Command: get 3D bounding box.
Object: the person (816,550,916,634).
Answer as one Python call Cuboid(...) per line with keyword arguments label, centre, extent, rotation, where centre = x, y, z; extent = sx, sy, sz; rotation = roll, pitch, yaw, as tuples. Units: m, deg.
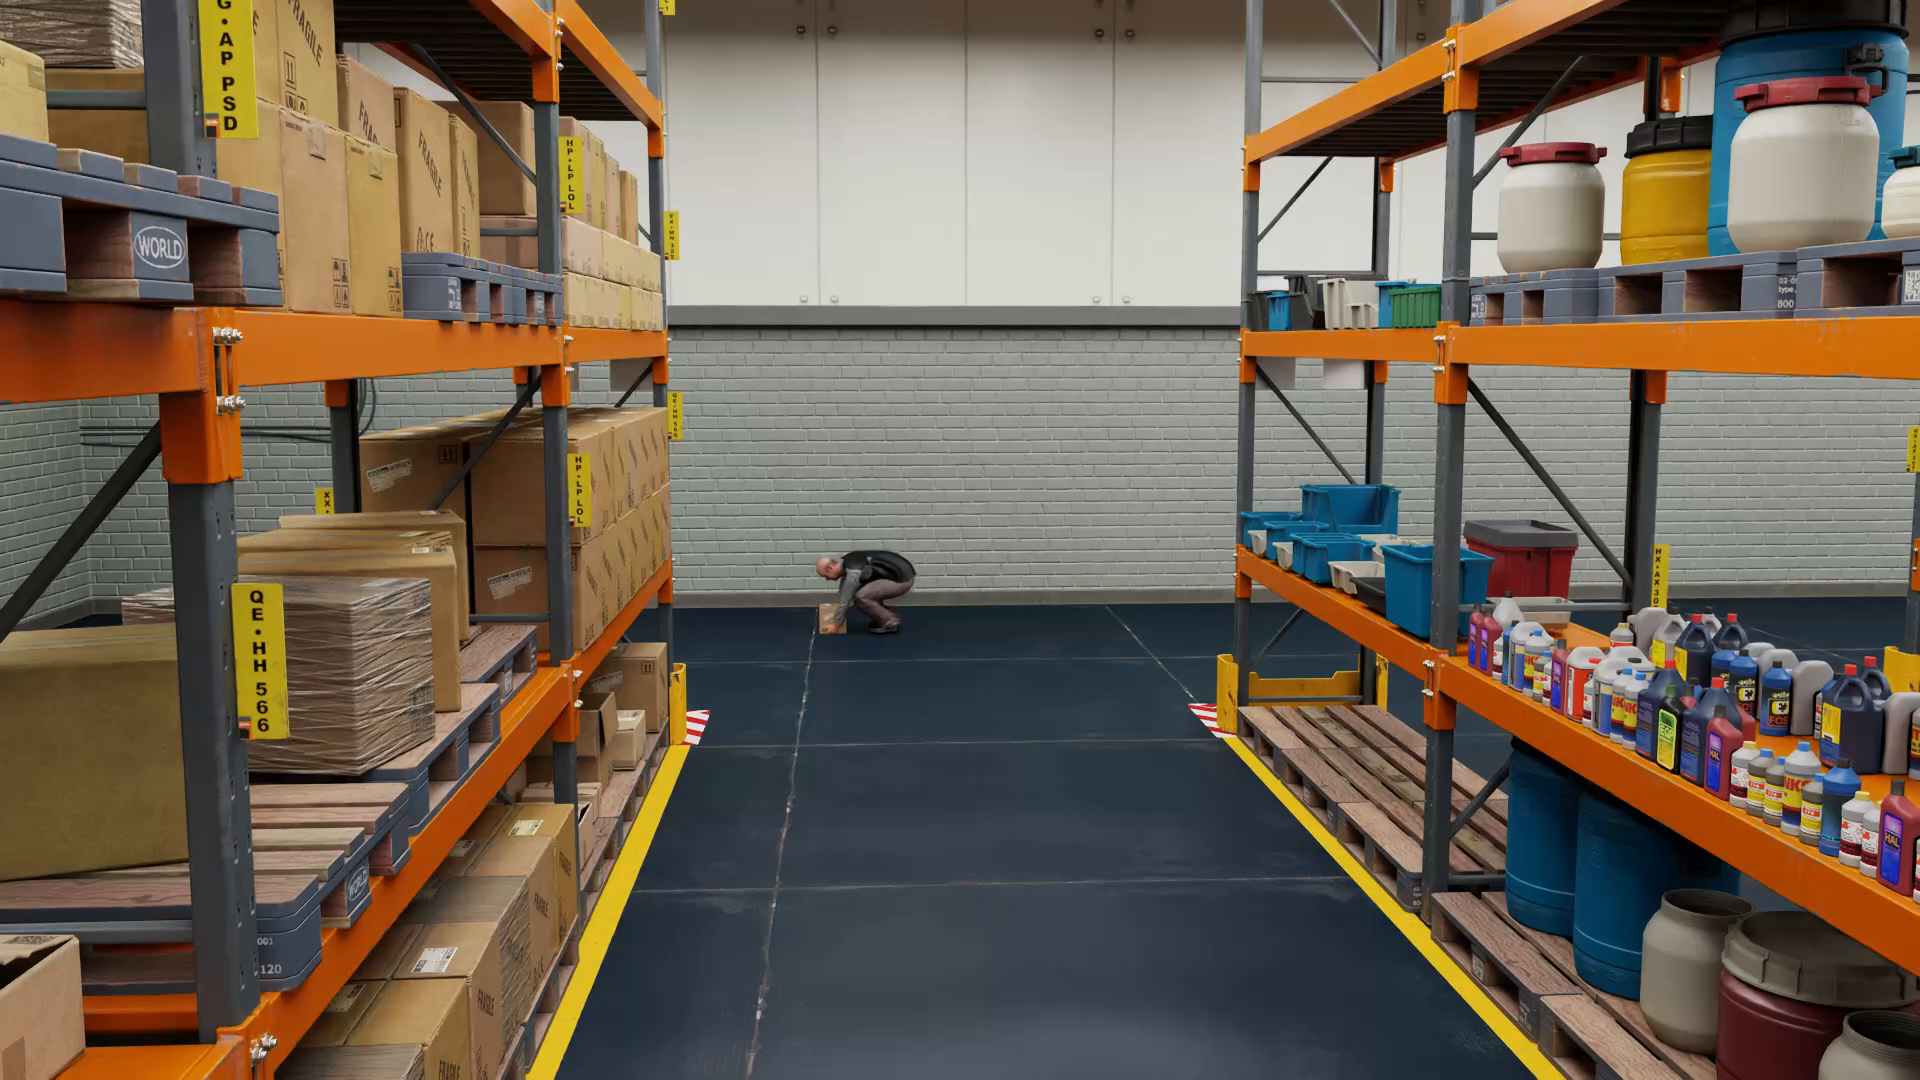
Cuboid(label="person", centre=(-0.888, 0.493, 15.785), extent=(0.943, 0.794, 0.505), rotation=(-1, 7, -4))
